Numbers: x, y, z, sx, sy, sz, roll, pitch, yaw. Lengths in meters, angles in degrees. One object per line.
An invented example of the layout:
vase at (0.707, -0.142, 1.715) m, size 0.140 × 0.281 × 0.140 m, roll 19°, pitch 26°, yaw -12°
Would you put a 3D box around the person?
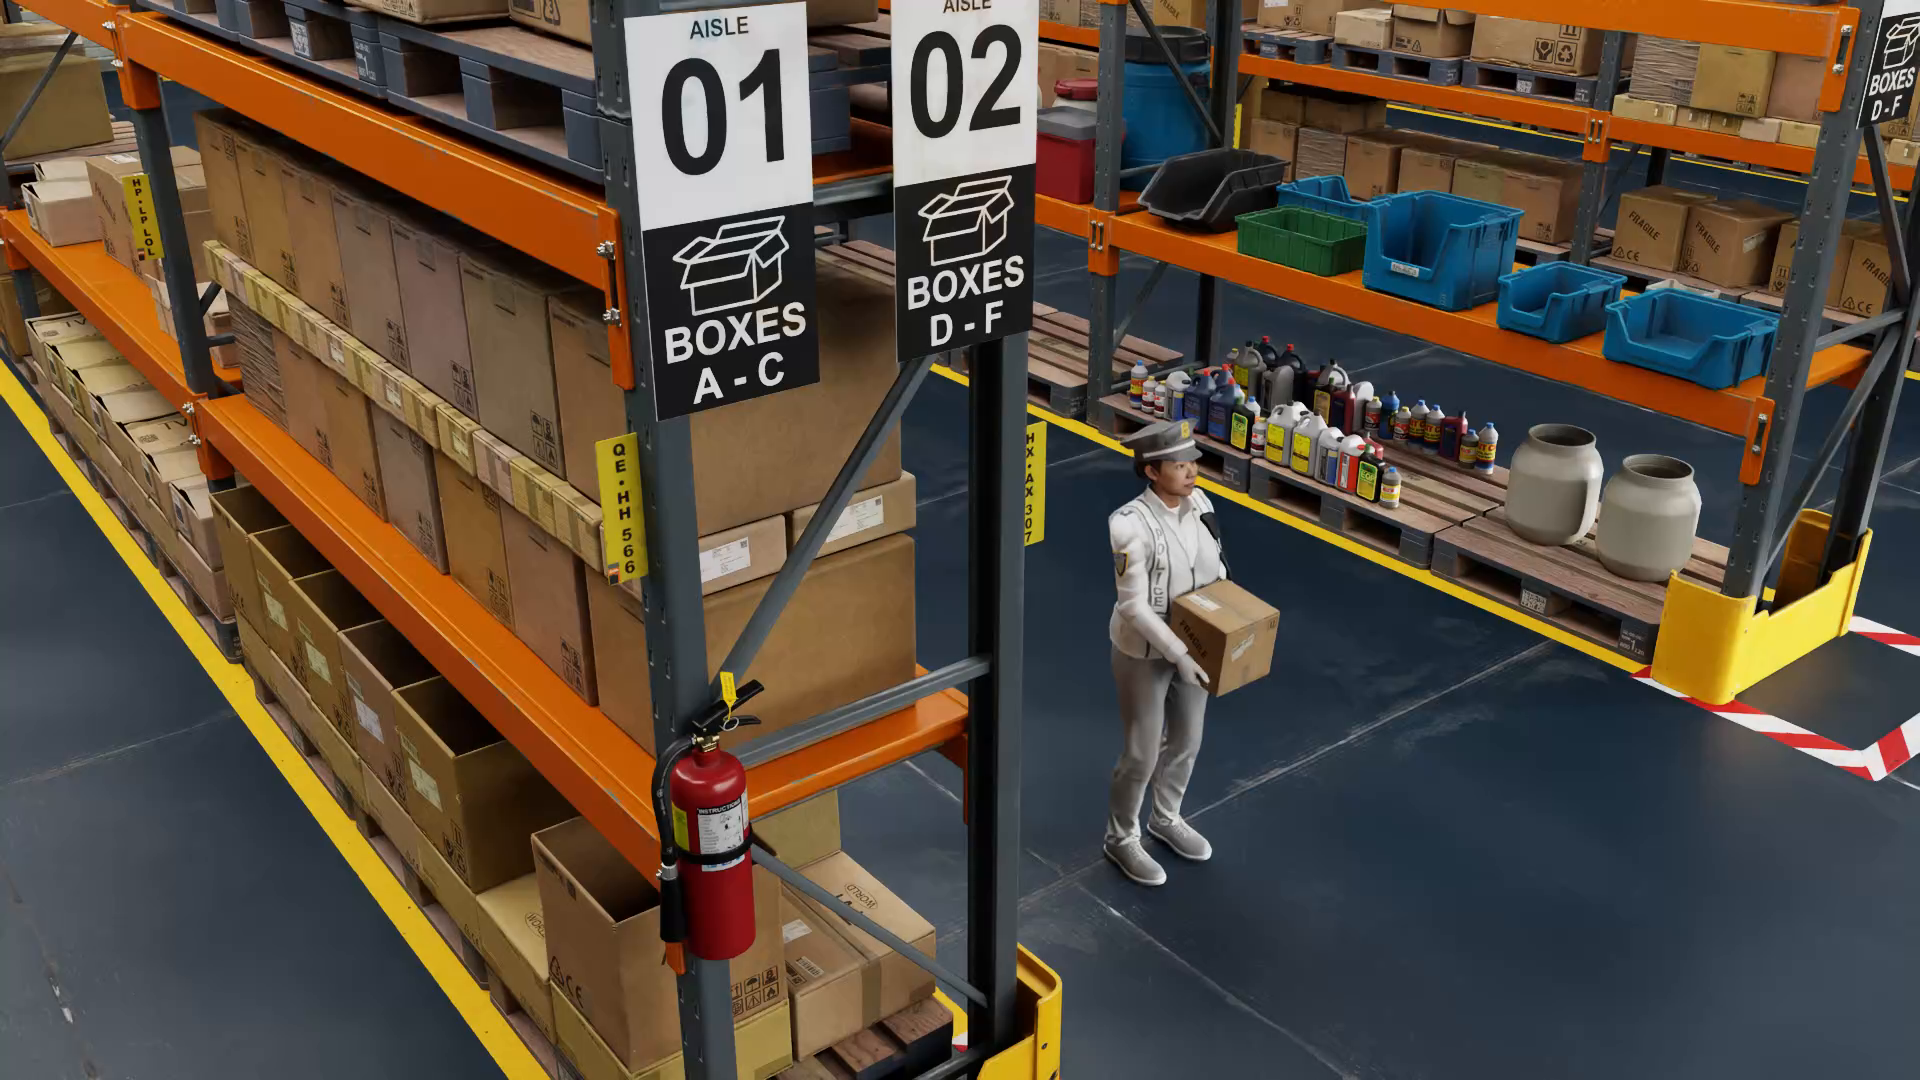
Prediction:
person at (0.751, 0.399, 5.710) m, size 0.469 × 1.690 × 0.550 m, roll -18°, pitch 31°, yaw -34°
